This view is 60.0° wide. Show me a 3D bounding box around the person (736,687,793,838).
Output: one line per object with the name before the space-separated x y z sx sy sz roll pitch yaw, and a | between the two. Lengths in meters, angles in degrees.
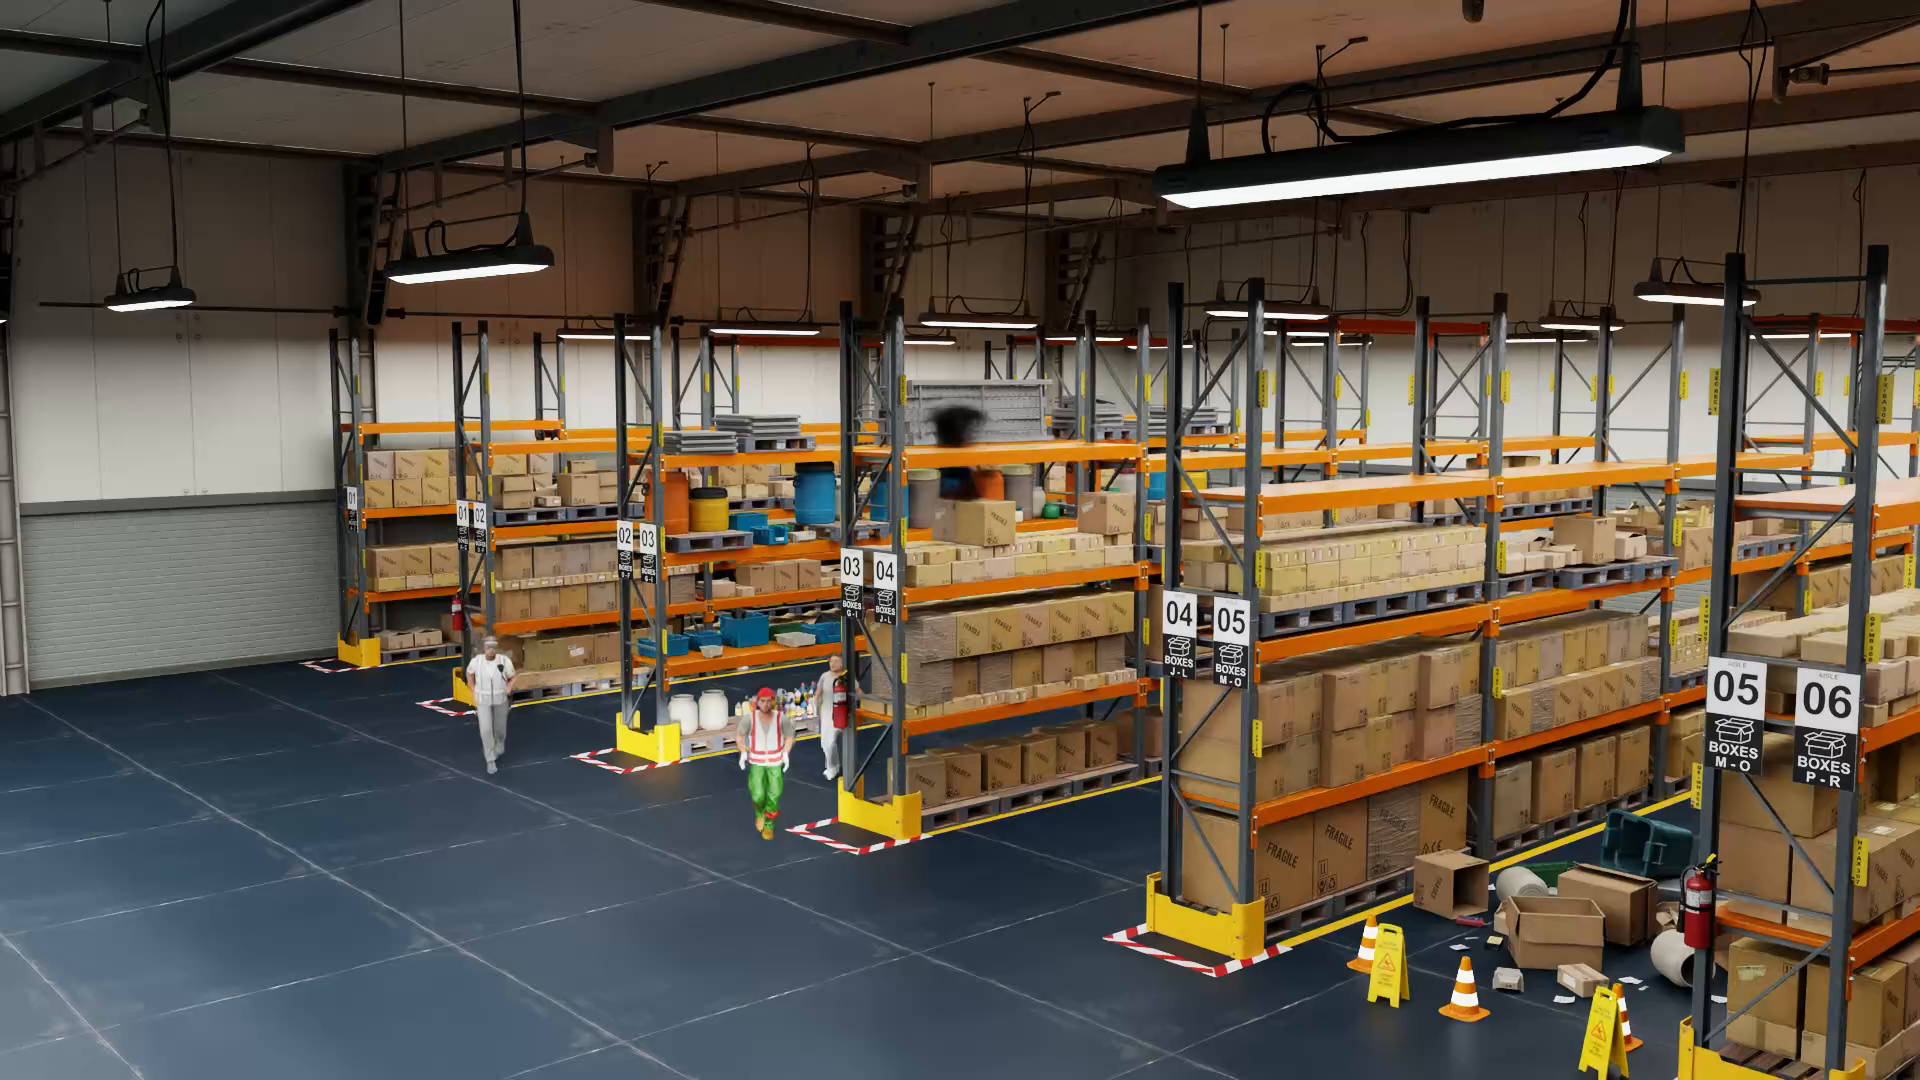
person | -2.166 2.482 18.495 0.628 1.732 0.533 -1 6 -8

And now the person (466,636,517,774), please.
person | -6.197 2.124 22.019 0.643 1.778 0.952 -2 6 -17

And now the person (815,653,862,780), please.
person | -1.605 2.256 21.210 0.562 1.647 0.645 3 6 27
